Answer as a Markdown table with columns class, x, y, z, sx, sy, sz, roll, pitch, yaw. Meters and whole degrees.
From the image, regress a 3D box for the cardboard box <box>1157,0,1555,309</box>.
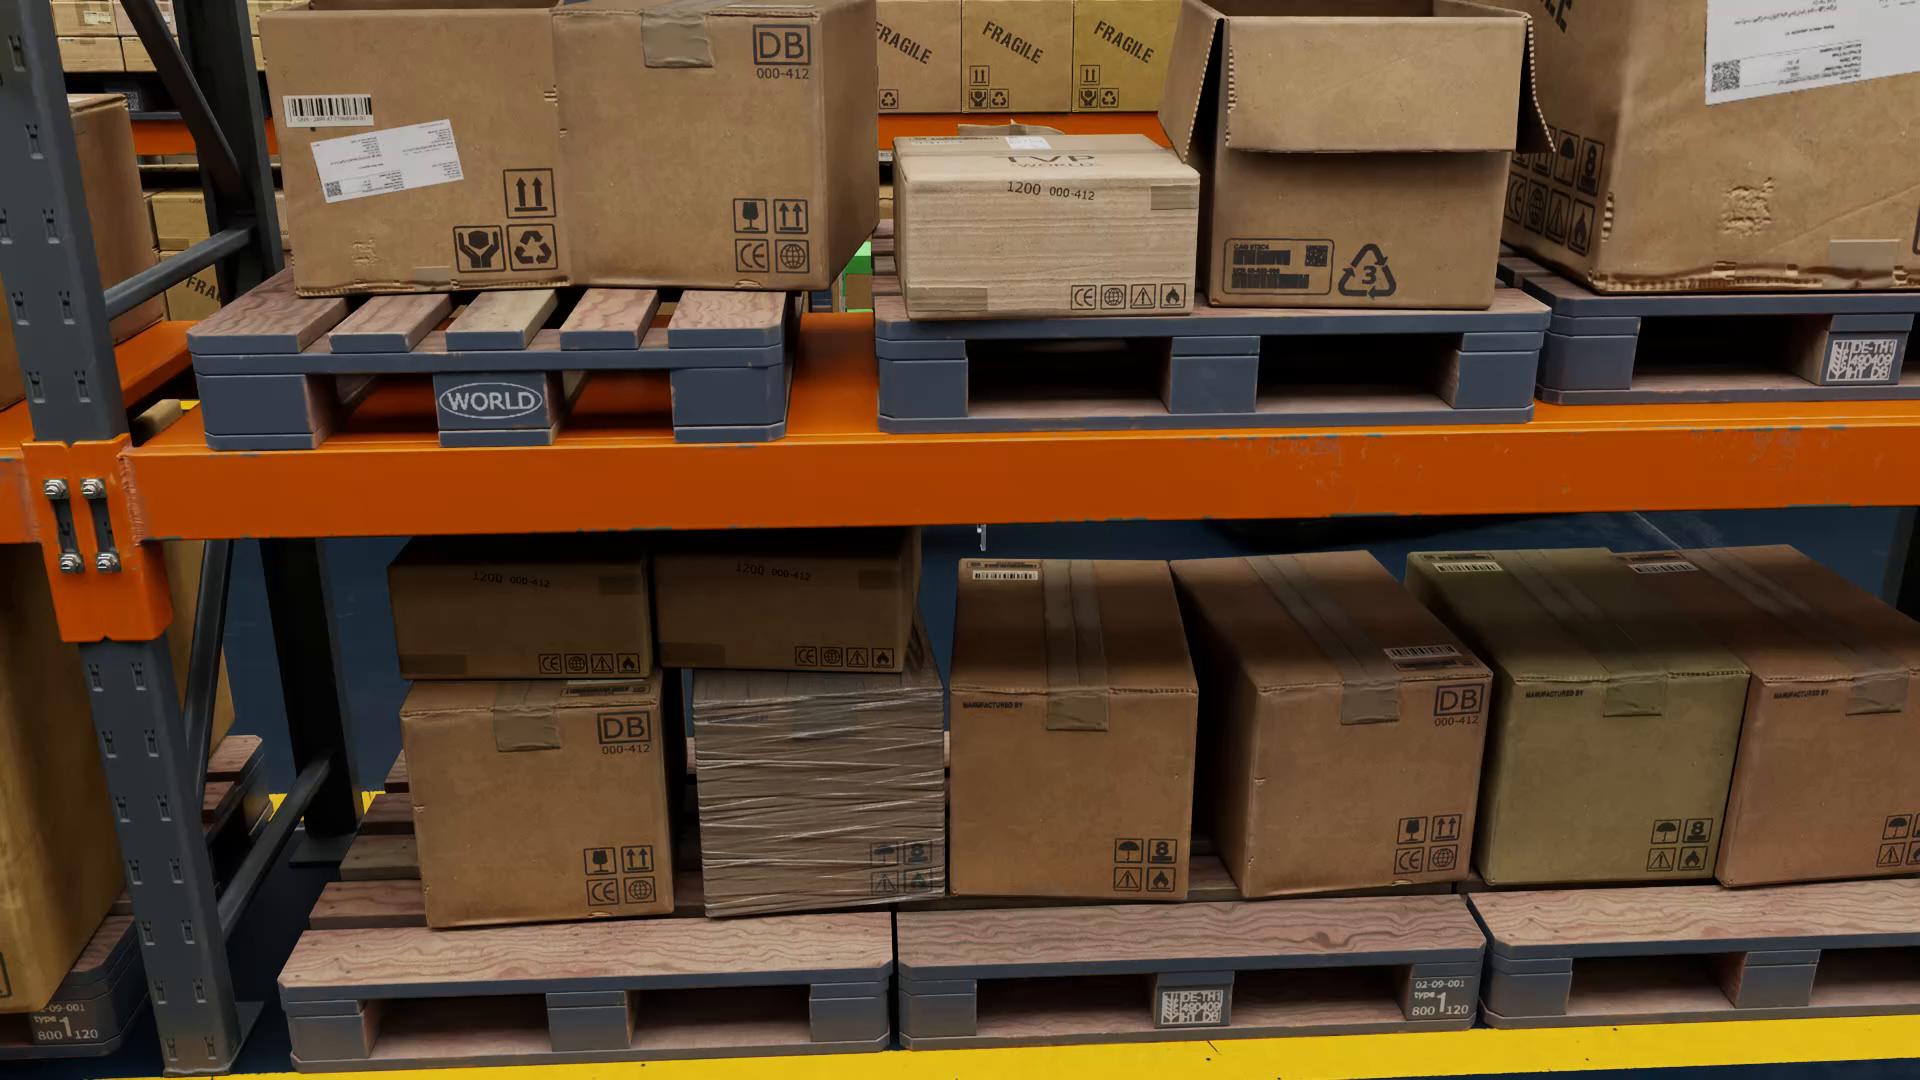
| class | x | y | z | sx | sy | sz | roll | pitch | yaw |
| --- | --- | --- | --- | --- | --- | --- | --- | --- | --- |
| cardboard box | 0.720 | -0.768 | 3.186 | 0.637 | 0.503 | 0.797 | 1 | 21 | 2 |

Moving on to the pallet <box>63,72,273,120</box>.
| class | x | y | z | sx | sy | sz | roll | pitch | yaw |
| --- | --- | --- | --- | --- | --- | --- | --- | --- | --- |
| pallet | -3.705 | -2.129 | 7.768 | 1.213 | 0.211 | 1.003 | -1 | 21 | -3 |

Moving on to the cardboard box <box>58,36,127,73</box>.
| class | x | y | z | sx | sy | sz | roll | pitch | yaw |
| --- | --- | --- | --- | --- | --- | --- | --- | --- | --- |
| cardboard box | -3.750 | -2.148 | 7.311 | 0.250 | 0.149 | 0.380 | -2 | 21 | -6 |

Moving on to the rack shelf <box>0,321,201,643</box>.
| class | x | y | z | sx | sy | sz | roll | pitch | yaw |
| --- | --- | --- | --- | --- | --- | --- | --- | --- | --- |
| rack shelf | -3.545 | -0.133 | 3.266 | 4.000 | 0.370 | 1.077 | -1 | 21 | -3 |

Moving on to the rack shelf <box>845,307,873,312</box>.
| class | x | y | z | sx | sy | sz | roll | pitch | yaw |
| --- | --- | --- | --- | --- | --- | --- | --- | --- | --- |
| rack shelf | -0.165 | -0.722 | 5.836 | 0.480 | 0.148 | 0.258 | -1 | 21 | -3 |

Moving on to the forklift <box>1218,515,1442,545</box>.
| class | x | y | z | sx | sy | sz | roll | pitch | yaw |
| --- | --- | --- | --- | --- | --- | --- | --- | --- | --- |
| forklift | 2.259 | -1.663 | 6.371 | 3.031 | 2.935 | 1.130 | -8 | 22 | -19 |

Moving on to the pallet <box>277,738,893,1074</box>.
| class | x | y | z | sx | sy | sz | roll | pitch | yaw |
| --- | --- | --- | --- | --- | --- | --- | --- | --- | --- |
| pallet | -0.768 | 0.778 | 3.781 | 1.213 | 0.211 | 1.003 | -1 | 21 | -3 |

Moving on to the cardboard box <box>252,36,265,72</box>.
| class | x | y | z | sx | sy | sz | roll | pitch | yaw |
| --- | --- | --- | --- | --- | --- | --- | --- | --- | --- |
| cardboard box | -2.951 | -2.166 | 7.357 | 0.250 | 0.149 | 0.380 | -1 | 21 | -4 |

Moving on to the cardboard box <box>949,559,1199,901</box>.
| class | x | y | z | sx | sy | sz | roll | pitch | yaw |
| --- | --- | --- | --- | --- | --- | --- | --- | --- | --- |
| cardboard box | 0.238 | 0.402 | 3.743 | 0.500 | 0.500 | 0.700 | 1 | 21 | 1 |

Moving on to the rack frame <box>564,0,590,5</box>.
| class | x | y | z | sx | sy | sz | roll | pitch | yaw |
| --- | --- | --- | --- | --- | --- | --- | --- | --- | --- |
| rack frame | -1.731 | -2.274 | 7.877 | 0.127 | 3.000 | 1.000 | -1 | 21 | -3 |

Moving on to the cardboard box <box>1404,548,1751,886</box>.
| class | x | y | z | sx | sy | sz | roll | pitch | yaw |
| --- | --- | --- | --- | --- | --- | --- | --- | --- | --- |
| cardboard box | 1.353 | 0.379 | 3.804 | 0.500 | 0.500 | 0.700 | -1 | 21 | -3 |

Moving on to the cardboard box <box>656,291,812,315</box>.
| class | x | y | z | sx | sy | sz | roll | pitch | yaw |
| --- | --- | --- | --- | --- | --- | --- | --- | --- | --- |
| cardboard box | -1.118 | -1.399 | 8.152 | 0.750 | 0.750 | 1.050 | -1 | 21 | -4 |

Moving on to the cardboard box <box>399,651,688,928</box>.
| class | x | y | z | sx | sy | sz | roll | pitch | yaw |
| --- | --- | --- | --- | --- | --- | --- | --- | --- | --- |
| cardboard box | -0.881 | 0.432 | 3.665 | 0.500 | 0.500 | 0.700 | -2 | 21 | -6 |

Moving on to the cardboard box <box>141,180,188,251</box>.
| class | x | y | z | sx | sy | sz | roll | pitch | yaw |
| --- | --- | --- | --- | --- | --- | --- | --- | --- | --- |
| cardboard box | -3.930 | -1.513 | 7.747 | 0.500 | 0.250 | 0.500 | 0 | 21 | -1 |

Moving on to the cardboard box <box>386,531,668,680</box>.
| class | x | y | z | sx | sy | sz | roll | pitch | yaw |
| --- | --- | --- | --- | --- | --- | --- | --- | --- | --- |
| cardboard box | -0.881 | 0.078 | 3.541 | 0.500 | 0.250 | 0.500 | 0 | 21 | -1 |

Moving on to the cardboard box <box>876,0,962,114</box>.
| class | x | y | z | sx | sy | sz | roll | pitch | yaw |
| --- | --- | --- | --- | --- | --- | --- | --- | --- | --- |
| cardboard box | -0.256 | -2.255 | 7.688 | 0.500 | 0.500 | 0.500 | -1 | 21 | -3 |

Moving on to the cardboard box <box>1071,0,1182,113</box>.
| class | x | y | z | sx | sy | sz | roll | pitch | yaw |
| --- | --- | --- | --- | --- | --- | --- | --- | --- | --- |
| cardboard box | 0.748 | -2.276 | 7.742 | 0.500 | 0.500 | 0.500 | -1 | 21 | -2 |

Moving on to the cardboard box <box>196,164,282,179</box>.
| class | x | y | z | sx | sy | sz | roll | pitch | yaw |
| --- | --- | --- | --- | --- | --- | --- | --- | --- | --- |
| cardboard box | -3.434 | -1.708 | 8.262 | 0.500 | 0.250 | 0.500 | -1 | 21 | -3 |

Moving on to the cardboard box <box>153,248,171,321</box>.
| class | x | y | z | sx | sy | sz | roll | pitch | yaw |
| --- | --- | --- | --- | --- | --- | --- | --- | --- | --- |
| cardboard box | -3.921 | -1.168 | 7.896 | 0.500 | 0.500 | 0.500 | -1 | 21 | -2 |

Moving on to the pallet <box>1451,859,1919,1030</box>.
| class | x | y | z | sx | sy | sz | roll | pitch | yaw |
| --- | --- | --- | --- | --- | --- | --- | --- | --- | --- |
| pallet | 1.668 | 0.728 | 3.911 | 1.213 | 0.211 | 1.003 | -1 | 21 | -3 |

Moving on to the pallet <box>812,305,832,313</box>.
| class | x | y | z | sx | sy | sz | roll | pitch | yaw |
| --- | --- | --- | --- | --- | --- | --- | --- | --- | --- |
| pallet | -0.939 | -0.960 | 8.345 | 1.213 | 0.211 | 1.003 | -1 | 21 | -3 |

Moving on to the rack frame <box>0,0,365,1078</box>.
| class | x | y | z | sx | sy | sz | roll | pitch | yaw |
| --- | --- | --- | --- | --- | --- | --- | --- | --- | --- |
| rack frame | -1.549 | -0.510 | 3.244 | 0.127 | 3.000 | 1.000 | -1 | 21 | -3 |

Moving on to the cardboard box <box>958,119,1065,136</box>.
| class | x | y | z | sx | sy | sz | roll | pitch | yaw |
| --- | --- | --- | --- | --- | --- | --- | --- | --- | --- |
| cardboard box | 0.101 | -0.773 | 3.534 | 0.258 | 0.266 | 0.396 | -2 | 21 | -5 |

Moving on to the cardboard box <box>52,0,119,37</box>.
| class | x | y | z | sx | sy | sz | roll | pitch | yaw |
| --- | --- | --- | --- | --- | --- | --- | --- | --- | --- |
| cardboard box | -3.743 | -2.288 | 7.258 | 0.250 | 0.149 | 0.380 | -2 | 21 | -4 |

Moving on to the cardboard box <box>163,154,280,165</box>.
| class | x | y | z | sx | sy | sz | roll | pitch | yaw |
| --- | --- | --- | --- | --- | --- | --- | --- | --- | --- |
| cardboard box | -5.493 | -3.193 | 12.688 | 0.875 | 0.875 | 0.875 | -1 | 21 | -1 |

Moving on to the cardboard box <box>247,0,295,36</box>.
| class | x | y | z | sx | sy | sz | roll | pitch | yaw |
| --- | --- | --- | --- | --- | --- | --- | --- | --- | --- |
| cardboard box | -2.977 | -2.303 | 7.298 | 0.250 | 0.149 | 0.380 | -1 | 21 | -3 |

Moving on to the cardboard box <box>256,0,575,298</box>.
| class | x | y | z | sx | sy | sz | roll | pitch | yaw |
| --- | --- | --- | --- | --- | --- | --- | --- | --- | --- |
| cardboard box | -1.012 | -0.778 | 3.218 | 0.500 | 0.500 | 0.500 | -4 | 21 | -10 |

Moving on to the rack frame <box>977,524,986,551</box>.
| class | x | y | z | sx | sy | sz | roll | pitch | yaw |
| --- | --- | --- | --- | --- | --- | --- | --- | --- | --- |
| rack frame | 0.078 | -0.562 | 5.912 | 0.015 | 1.200 | 0.240 | -1 | 21 | -3 |

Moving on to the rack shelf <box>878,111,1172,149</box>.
| class | x | y | z | sx | sy | sz | roll | pitch | yaw |
| --- | --- | --- | --- | --- | --- | --- | --- | --- | --- |
| rack shelf | 0.266 | -1.978 | 8.112 | 4.000 | 0.370 | 1.077 | -1 | 21 | -3 |

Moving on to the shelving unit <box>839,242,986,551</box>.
| class | x | y | z | sx | sy | sz | roll | pitch | yaw |
| --- | --- | --- | --- | --- | --- | --- | --- | --- | --- |
| shelving unit | -0.165 | -0.557 | 5.899 | 0.503 | 1.200 | 0.258 | -1 | 21 | -3 |

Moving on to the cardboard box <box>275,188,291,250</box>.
| class | x | y | z | sx | sy | sz | roll | pitch | yaw |
| --- | --- | --- | --- | --- | --- | --- | --- | --- | --- |
| cardboard box | -2.902 | -1.531 | 7.796 | 0.500 | 0.250 | 0.500 | -1 | 21 | -2 |

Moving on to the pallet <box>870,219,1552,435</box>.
| class | x | y | z | sx | sy | sz | roll | pitch | yaw |
| --- | --- | --- | --- | --- | --- | --- | --- | --- | --- |
| pallet | 0.425 | -0.475 | 3.422 | 1.213 | 0.211 | 1.003 | -1 | 21 | -3 |

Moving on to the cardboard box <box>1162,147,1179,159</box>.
| class | x | y | z | sx | sy | sz | roll | pitch | yaw |
| --- | --- | --- | --- | --- | --- | --- | --- | --- | --- |
| cardboard box | 1.356 | -3.068 | 13.067 | 0.625 | 0.372 | 0.950 | -1 | 21 | -2 |

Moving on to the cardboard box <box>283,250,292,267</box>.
| class | x | y | z | sx | sy | sz | roll | pitch | yaw |
| --- | --- | --- | --- | --- | --- | --- | --- | --- | --- |
| cardboard box | -2.891 | -1.186 | 7.944 | 0.500 | 0.500 | 0.500 | 0 | 21 | -1 |

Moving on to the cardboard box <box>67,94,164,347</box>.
| class | x | y | z | sx | sy | sz | roll | pitch | yaw |
| --- | --- | --- | --- | --- | --- | --- | --- | --- | --- |
| cardboard box | -2.049 | -0.643 | 3.454 | 0.500 | 0.500 | 0.500 | -1 | 21 | -1 |
